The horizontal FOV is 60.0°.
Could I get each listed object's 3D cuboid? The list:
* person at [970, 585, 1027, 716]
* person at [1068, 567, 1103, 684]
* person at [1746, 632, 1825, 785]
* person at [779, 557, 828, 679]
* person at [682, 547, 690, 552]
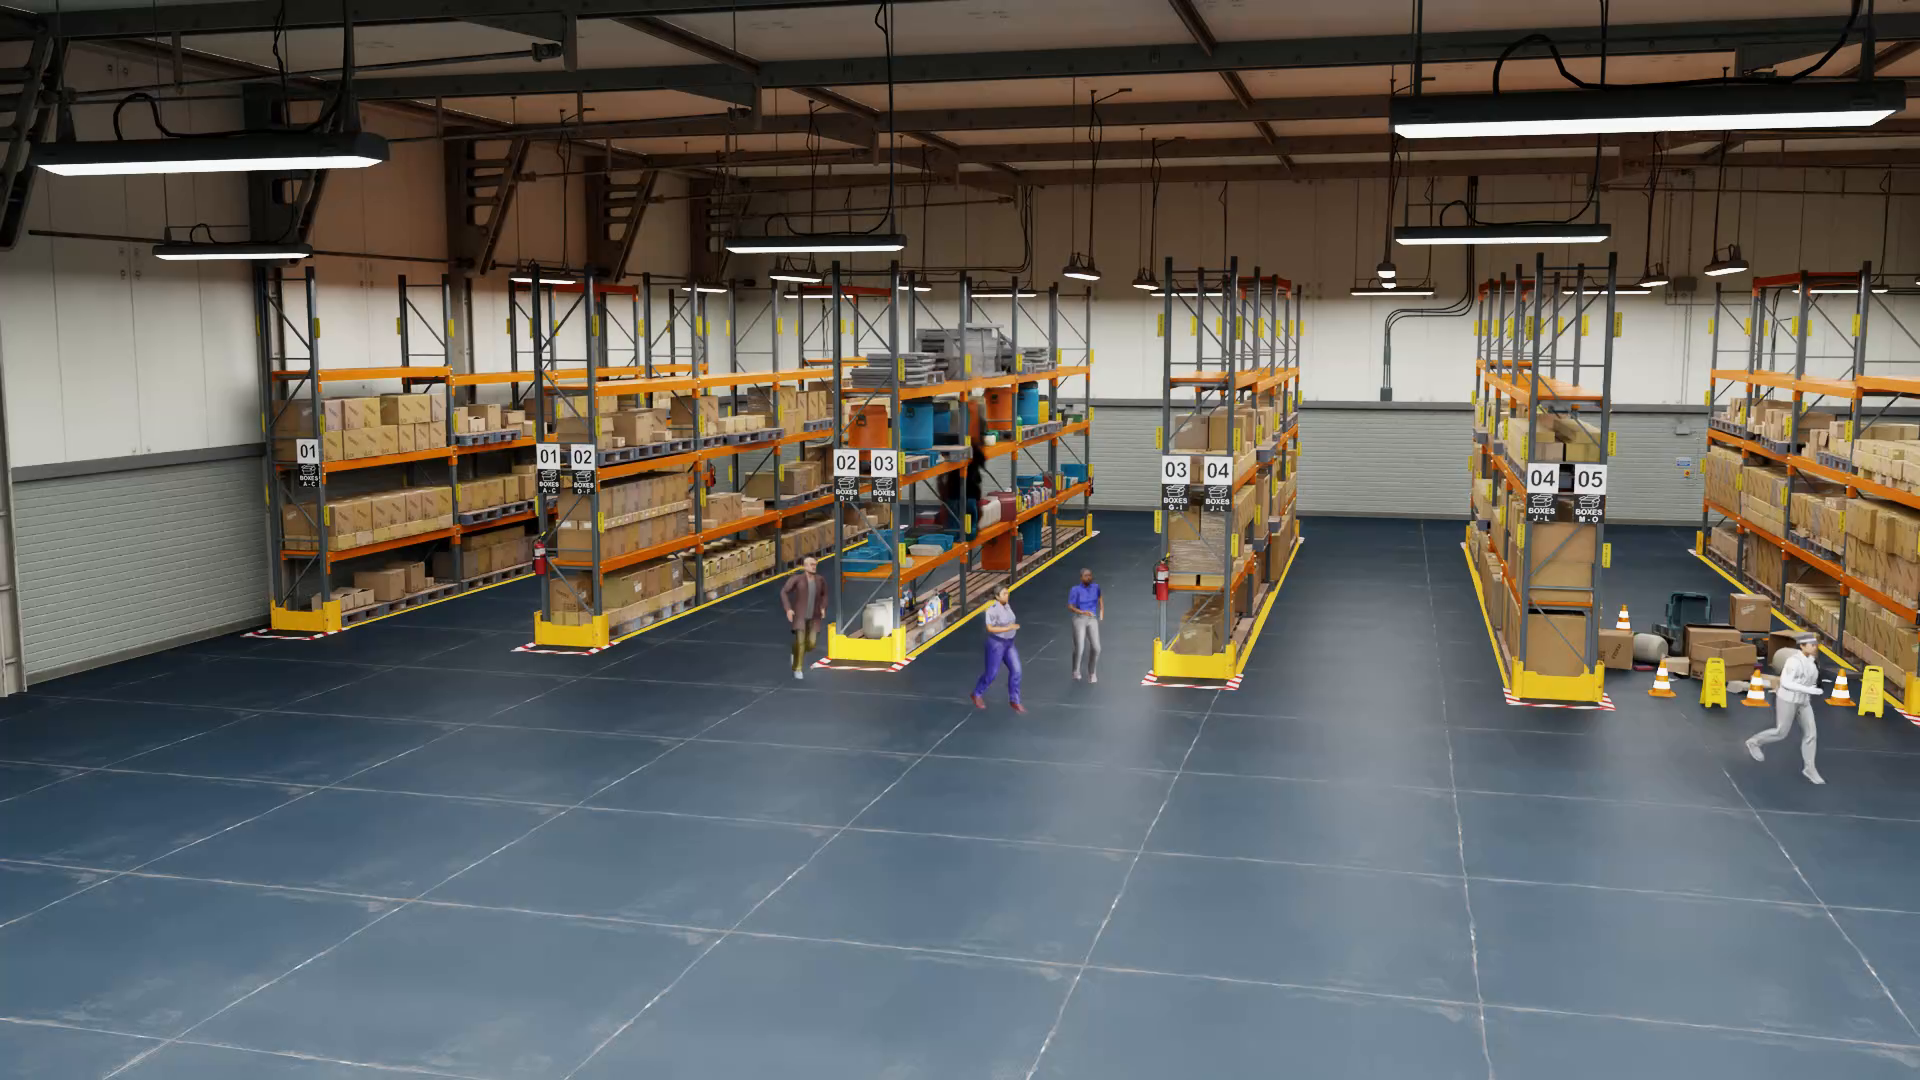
[{"bbox_3d":[0.495,1.431,21.742,0.810,1.699,0.631,6,9,38],"label":"person"},{"bbox_3d":[1.799,1.233,23.534,0.592,1.717,0.709,-2,8,-15],"label":"person"},{"bbox_3d":[9.325,1.832,18.682,0.649,1.699,0.950,-5,9,-32],"label":"person"},{"bbox_3d":[-2.240,1.120,24.147,0.757,1.749,0.602,-4,8,-27],"label":"person"},{"bbox_3d":[-5.770,-0.240,34.769,0.529,1.696,0.887,2,7,15],"label":"person"}]
